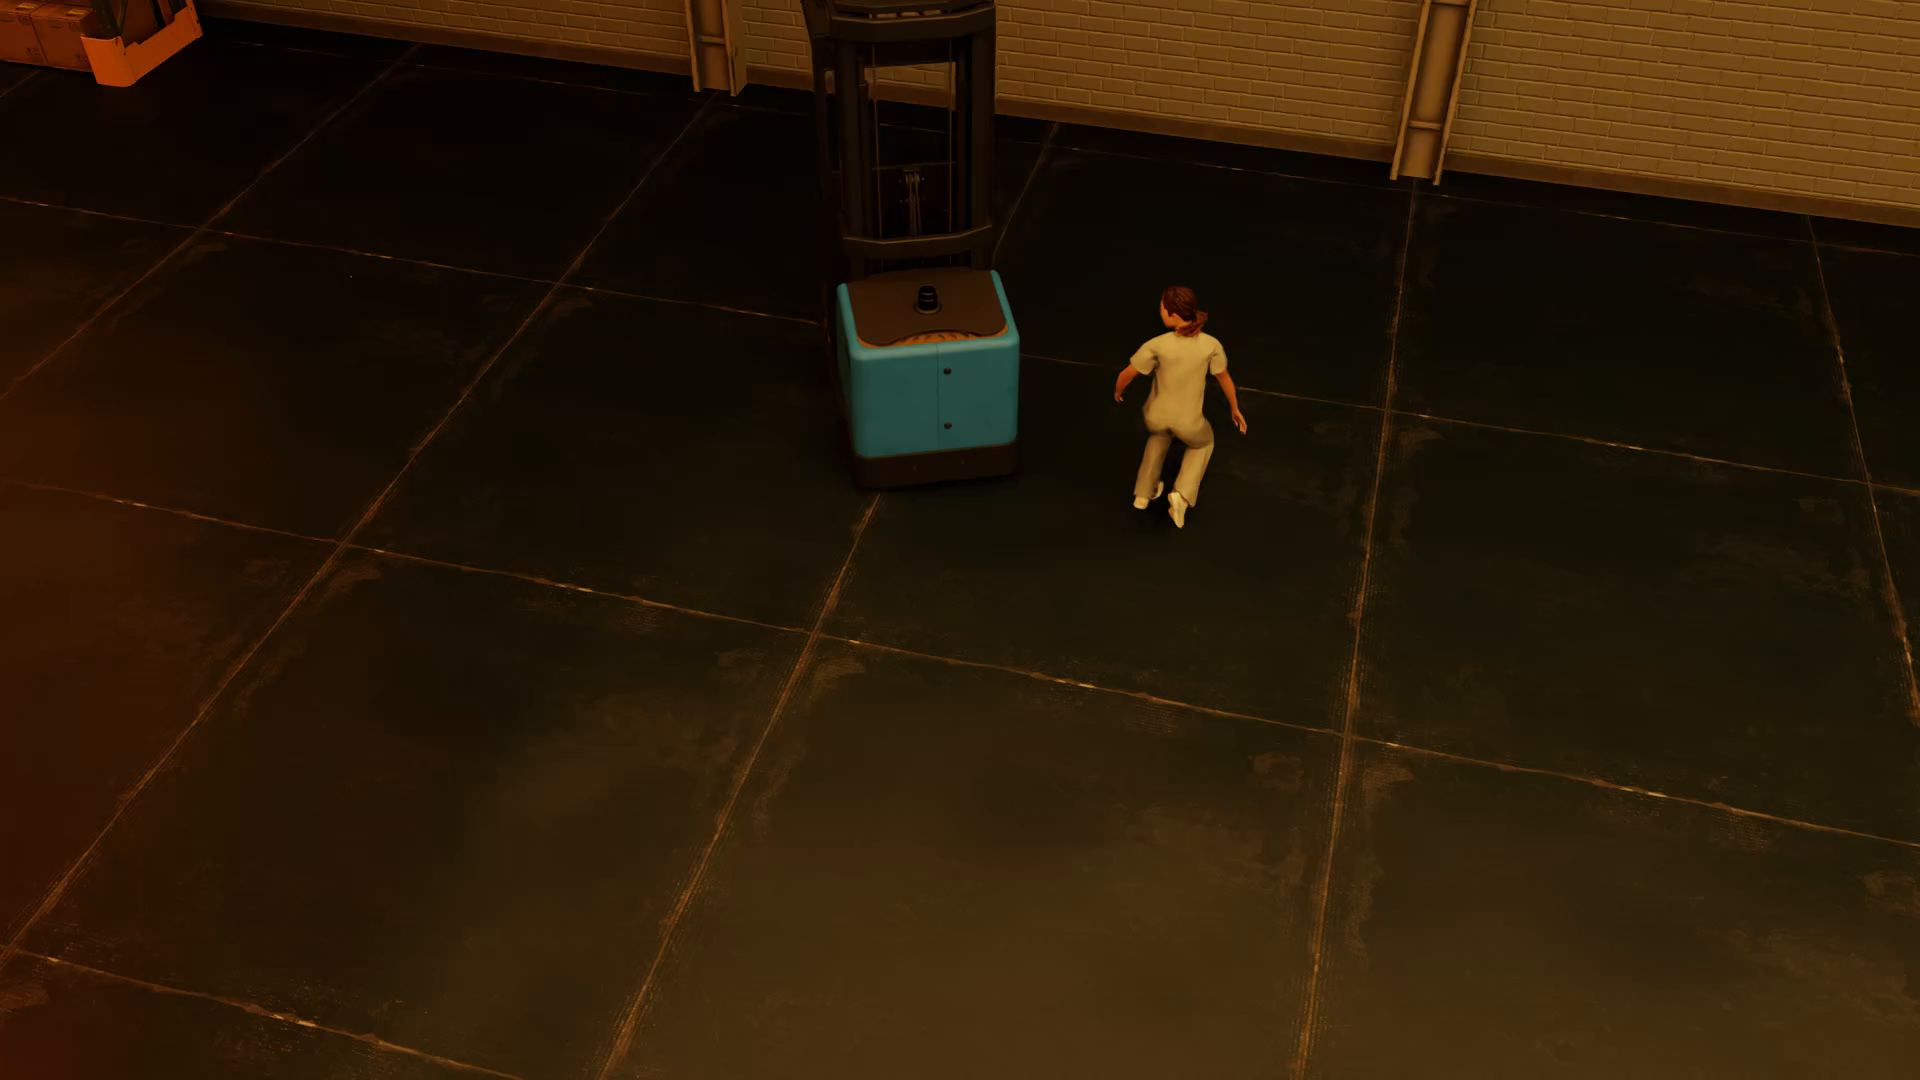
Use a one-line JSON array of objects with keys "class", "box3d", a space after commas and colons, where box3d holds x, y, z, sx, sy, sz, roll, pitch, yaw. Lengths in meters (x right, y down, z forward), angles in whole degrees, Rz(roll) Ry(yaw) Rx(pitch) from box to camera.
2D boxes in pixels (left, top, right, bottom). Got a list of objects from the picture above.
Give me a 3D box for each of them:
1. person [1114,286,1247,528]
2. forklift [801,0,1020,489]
[{"class": "person", "box3d": [1.304, -0.773, 9.857, 0.806, 1.483, 0.570, 8, 42, 9]}, {"class": "forklift", "box3d": [-0.373, -2.397, 10.595, 1.130, 2.935, 3.031, -6, 42, -7]}]
